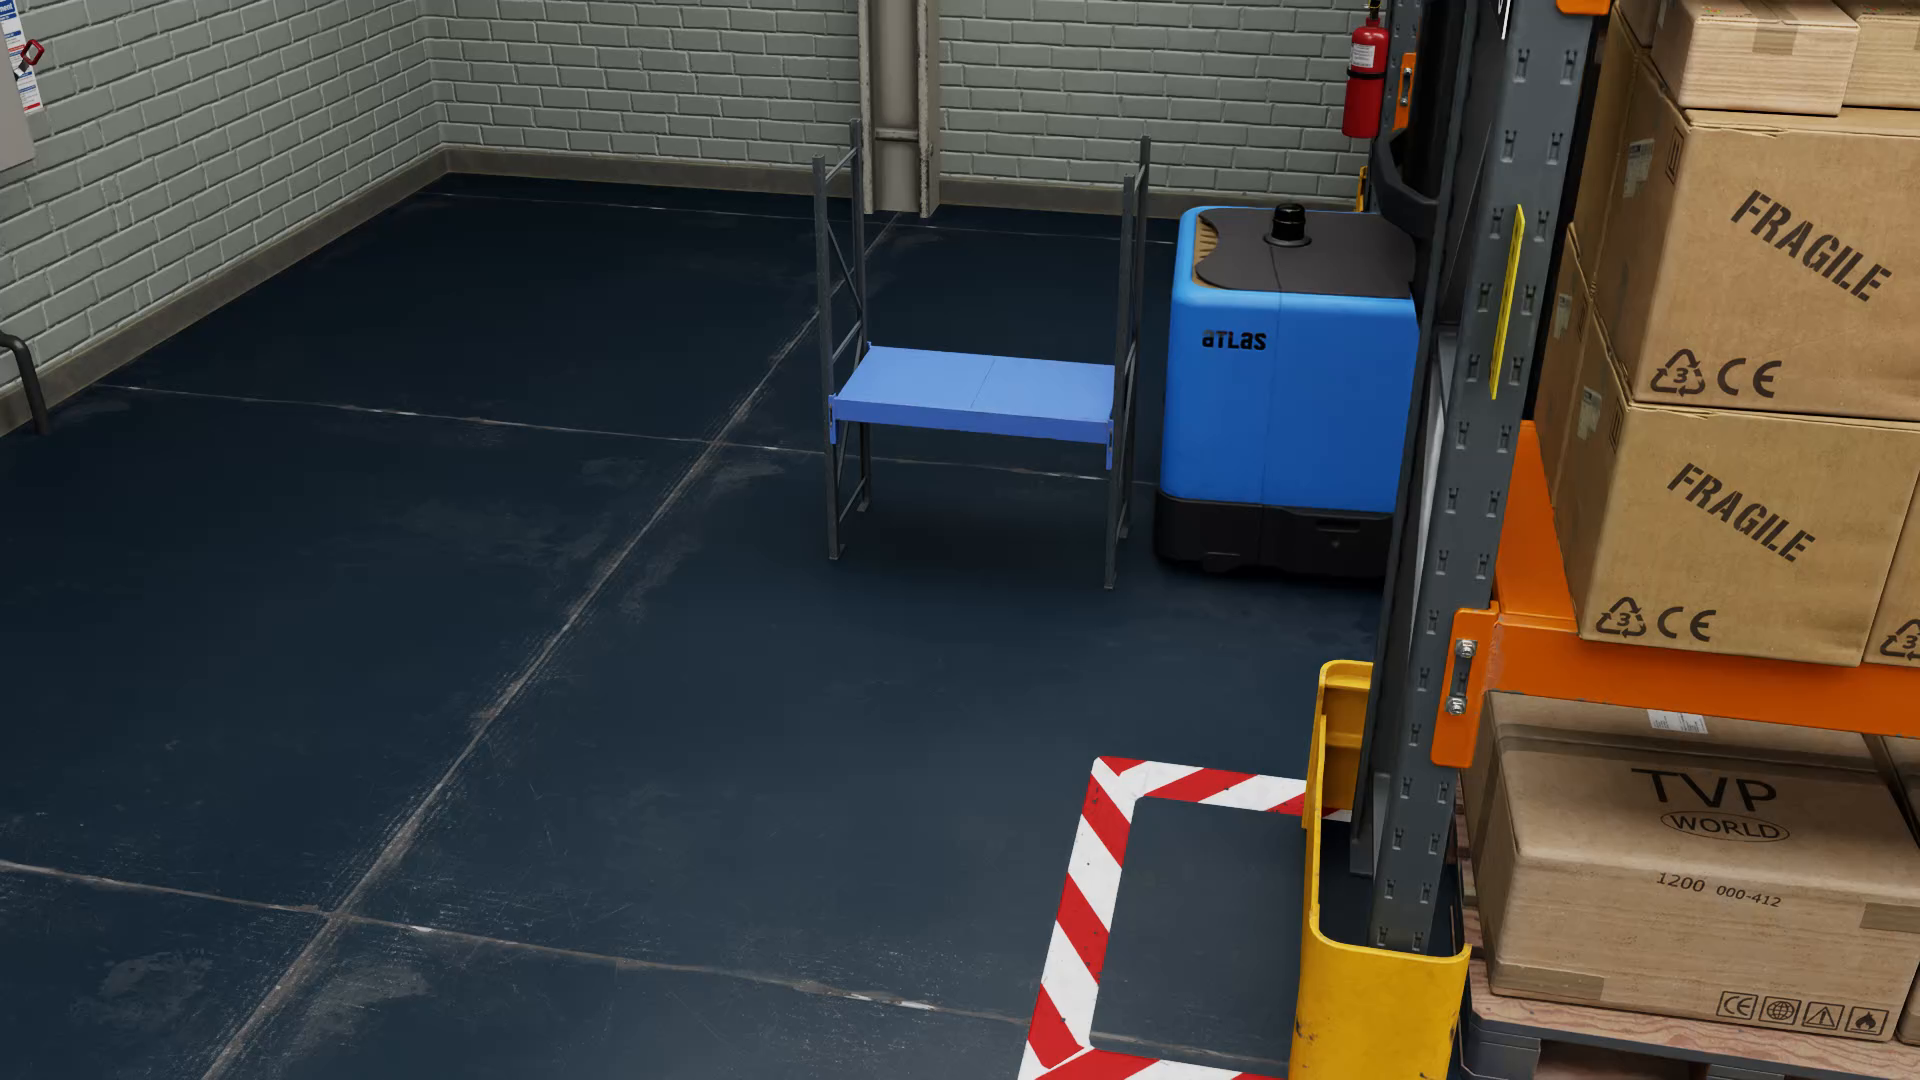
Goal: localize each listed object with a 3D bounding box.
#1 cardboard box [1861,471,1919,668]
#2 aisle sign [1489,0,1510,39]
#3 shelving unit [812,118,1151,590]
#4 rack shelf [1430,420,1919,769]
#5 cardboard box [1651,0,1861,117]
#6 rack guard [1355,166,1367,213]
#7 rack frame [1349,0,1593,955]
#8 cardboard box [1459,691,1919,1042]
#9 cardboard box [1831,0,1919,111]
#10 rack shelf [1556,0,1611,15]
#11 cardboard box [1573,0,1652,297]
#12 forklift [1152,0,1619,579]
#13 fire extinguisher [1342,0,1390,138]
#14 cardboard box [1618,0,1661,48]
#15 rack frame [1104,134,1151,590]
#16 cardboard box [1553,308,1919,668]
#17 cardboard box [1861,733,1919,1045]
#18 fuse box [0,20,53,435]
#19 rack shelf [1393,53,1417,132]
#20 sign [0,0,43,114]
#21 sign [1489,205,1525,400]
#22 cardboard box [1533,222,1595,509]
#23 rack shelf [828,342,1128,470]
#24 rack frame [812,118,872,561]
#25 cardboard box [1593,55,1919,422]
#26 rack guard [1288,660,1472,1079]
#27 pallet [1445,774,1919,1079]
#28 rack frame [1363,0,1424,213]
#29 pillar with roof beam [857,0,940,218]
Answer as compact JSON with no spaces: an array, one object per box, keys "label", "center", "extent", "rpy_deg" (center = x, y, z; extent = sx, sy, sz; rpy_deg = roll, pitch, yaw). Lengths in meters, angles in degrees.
[{"label":"cardboard box","center":[1.982,-0.080,3.169],"extent":[0.500,0.500,0.500],"rpy_deg":[5,29,10]},{"label":"aisle sign","center":[0.941,-1.268,2.736],"extent":[0.004,0.787,0.394],"rpy_deg":[6,29,11]},{"label":"shelving unit","center":[0.083,-0.649,5.874],"extent":[1.048,1.500,0.538],"rpy_deg":[6,29,11]},{"label":"rack shelf","center":[3.028,0.259,3.402],"extent":[4.000,0.370,1.077],"rpy_deg":[6,29,11]},{"label":"cardboard box","center":[1.362,-0.858,2.874],"extent":[0.250,0.149,0.380],"rpy_deg":[6,29,12]},{"label":"rack guard","center":[2.179,-1.484,8.441],"extent":[0.348,0.500,1.175],"rpy_deg":[6,29,11]},{"label":"rack frame","center":[1.072,-0.257,3.596],"extent":[0.127,3.000,1.000],"rpy_deg":[6,29,11]},{"label":"cardboard box","center":[1.739,0.702,4.075],"extent":[0.875,0.438,0.875],"rpy_deg":[5,29,9]},{"label":"cardboard box","center":[1.633,-0.866,2.887],"extent":[0.250,0.149,0.380],"rpy_deg":[7,29,12]},{"label":"rack shelf","center":[3.028,-1.057,2.682],"extent":[4.000,0.370,1.077],"rpy_deg":[6,29,11]},{"label":"cardboard box","center":[1.593,-0.803,3.448],"extent":[0.500,0.500,0.500],"rpy_deg":[7,29,12]},{"label":"forklift","center":[2.263,-1.299,5.571],"extent":[3.031,2.935,1.130],"rpy_deg":[4,29,7]},{"label":"fire extinguisher","center":[1.865,-2.189,7.593],"extent":[0.183,0.674,0.296],"rpy_deg":[6,29,11]},{"label":"cardboard box","center":[1.465,-1.082,3.282],"extent":[0.250,0.149,0.380],"rpy_deg":[6,29,11]},{"label":"rack frame","center":[0.581,-0.598,5.781],"extent":[0.032,1.500,0.500],"rpy_deg":[6,29,11]},{"label":"cardboard box","center":[1.482,-0.118,3.238],"extent":[0.500,0.500,0.500],"rpy_deg":[6,29,10]},{"label":"cardboard box","center":[2.635,0.790,3.915],"extent":[0.875,0.438,0.875],"rpy_deg":[7,29,12]},{"label":"fuse box","center":[-3.866,-1.218,6.693],"extent":[0.414,1.711,0.539],"rpy_deg":[6,29,11]},{"label":"rack shelf","center":[4.061,-2.072,7.661],"extent":[4.000,0.370,1.077],"rpy_deg":[6,29,11]},{"label":"sign","center":[-3.965,-1.994,6.868],"extent":[0.001,0.494,0.329],"rpy_deg":[6,29,11]},{"label":"sign","center":[0.950,-0.411,2.894],"extent":[0.005,0.325,0.100],"rpy_deg":[6,29,11]},{"label":"cardboard box","center":[1.599,-0.377,3.711],"extent":[0.500,0.500,0.500],"rpy_deg":[6,29,11]},{"label":"rack shelf","center":[0.083,-0.492,5.961],"extent":[1.000,0.185,0.538],"rpy_deg":[6,29,11]},{"label":"rack frame","center":[-0.414,-0.700,5.967],"extent":[0.032,1.500,0.500],"rpy_deg":[6,29,11]},{"label":"cardboard box","center":[1.482,-0.558,3.000],"extent":[0.500,0.500,0.500],"rpy_deg":[5,29,9]},{"label":"rack guard","center":[1.049,0.837,4.201],"extent":[0.348,0.500,1.175],"rpy_deg":[6,29,11]},{"label":"pallet","center":[1.871,1.010,4.186],"extent":[1.213,0.211,1.003],"rpy_deg":[6,29,11]},{"label":"rack frame","center":[2.105,-2.588,7.854],"extent":[0.127,3.000,1.000],"rpy_deg":[6,29,11]},{"label":"pillar with roof beam","center":[-1.242,-3.892,3.988],"extent":[0.400,9.000,9.100],"rpy_deg":[6,29,11]}]
